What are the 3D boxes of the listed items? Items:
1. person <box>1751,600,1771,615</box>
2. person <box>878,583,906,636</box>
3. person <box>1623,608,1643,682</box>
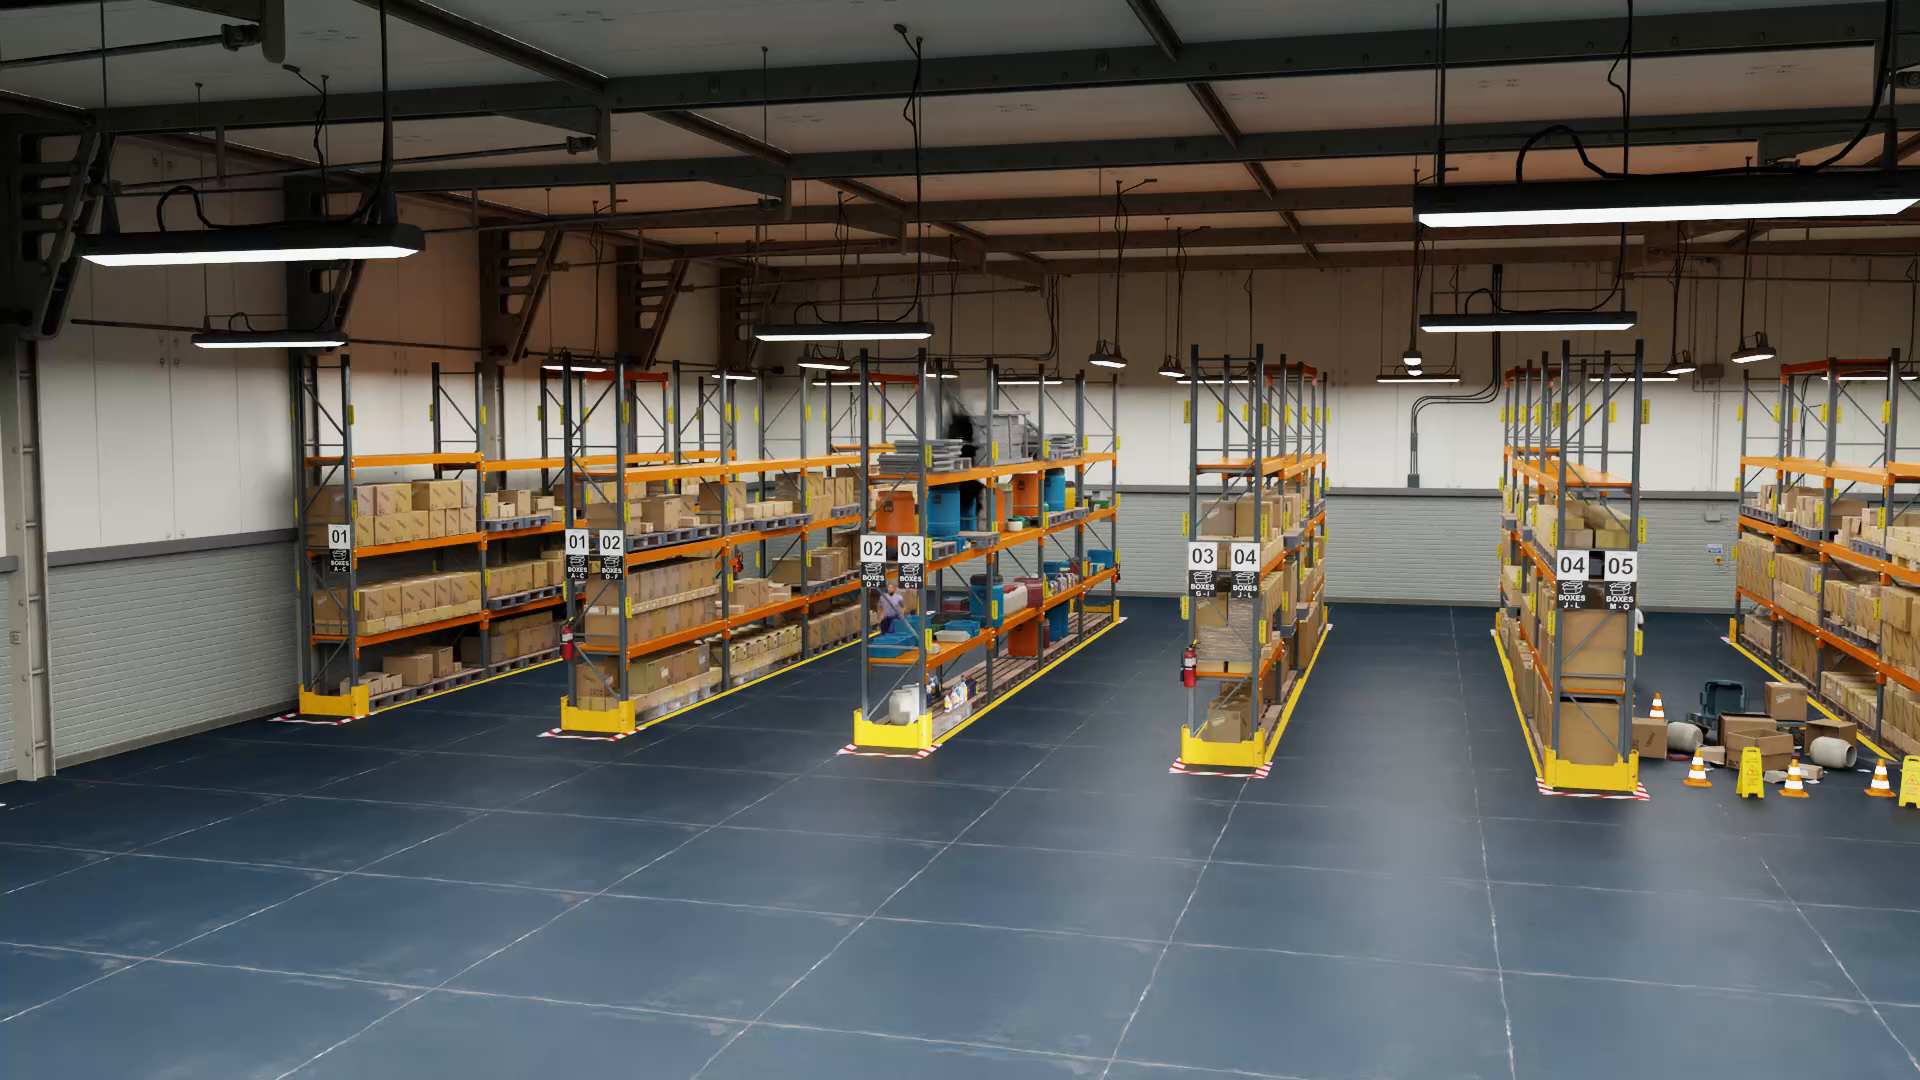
[{"bbox_3d":[18.306,1.313,37.734,0.639,1.731,0.709,0,4,6],"label":"person"},{"bbox_3d":[-1.400,1.630,33.844,0.595,1.531,0.692,0,4,5],"label":"person"},{"bbox_3d":[12.540,1.832,31.347,0.621,1.622,0.760,1,4,15],"label":"person"}]
